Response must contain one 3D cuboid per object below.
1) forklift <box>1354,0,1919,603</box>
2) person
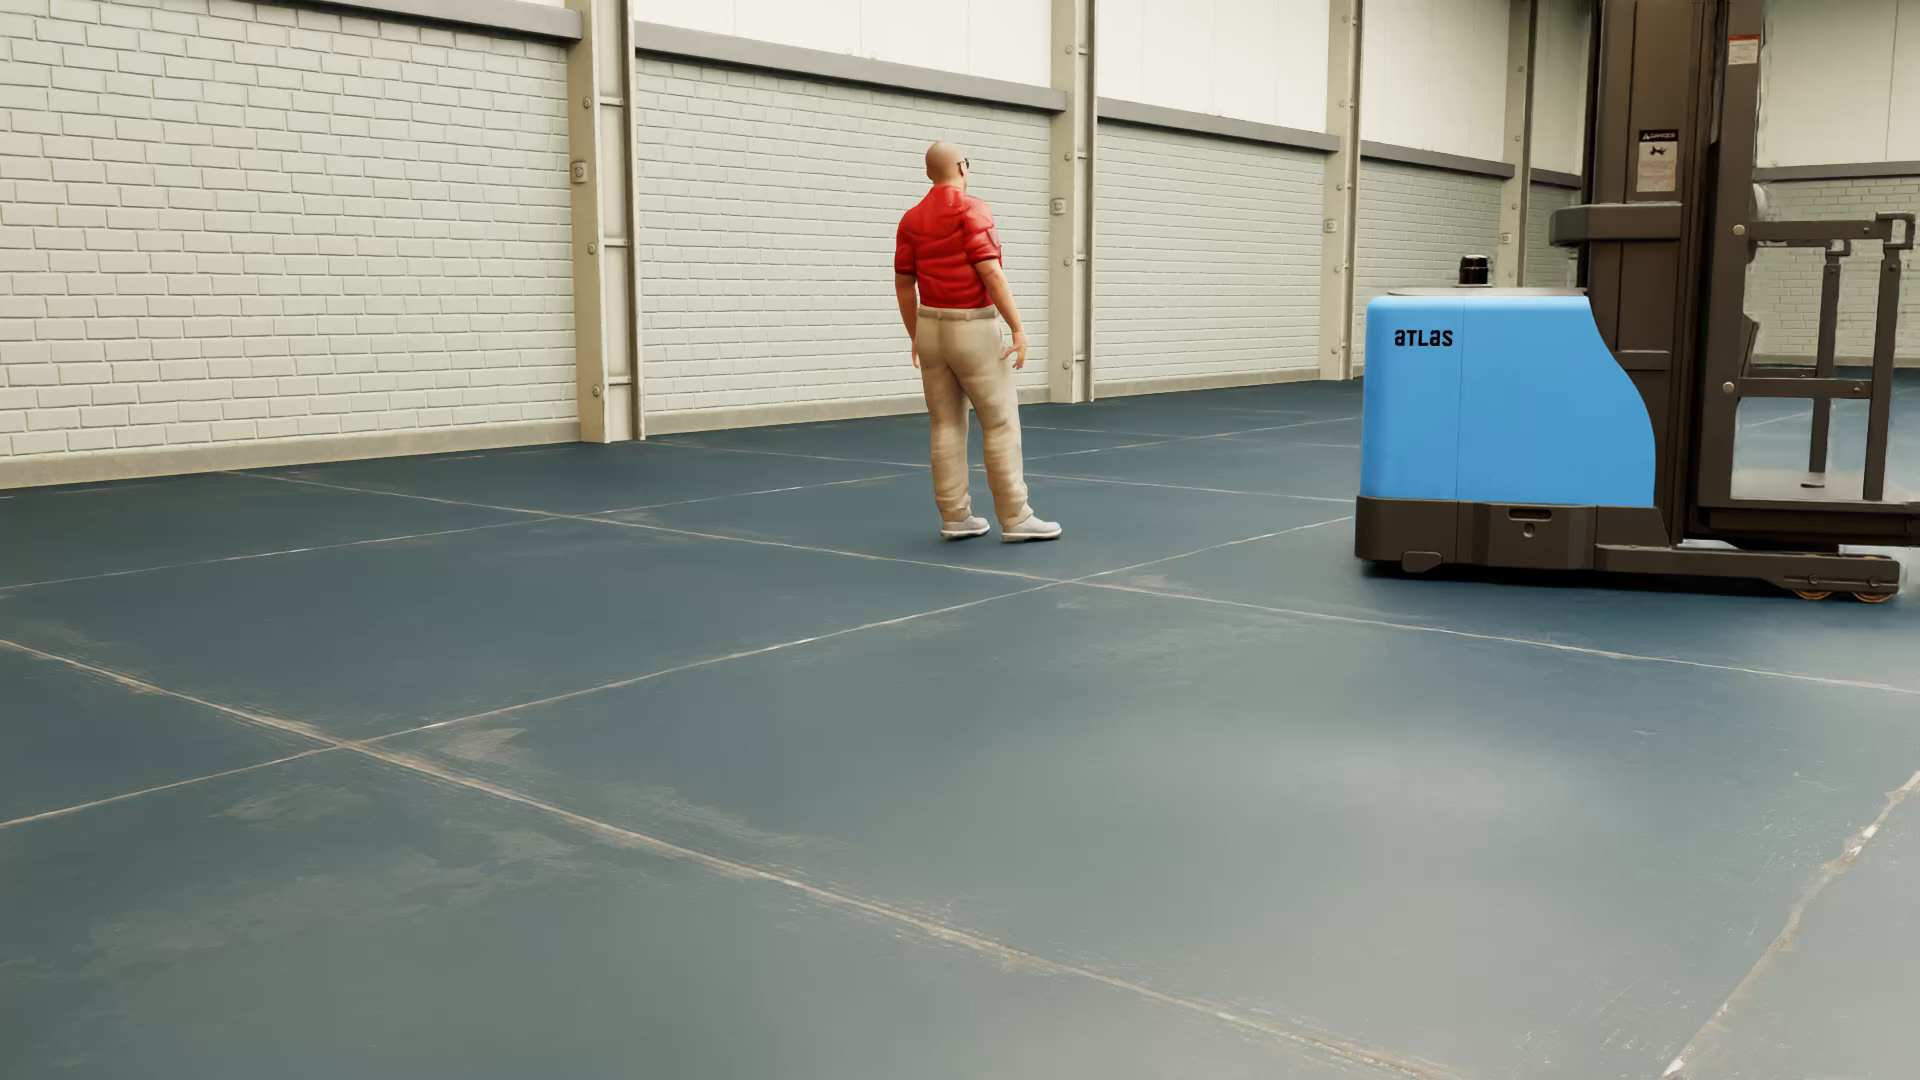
[{"bbox_3d":[3.113,-1.314,6.259,3.031,2.935,1.130,3,9,17],"label":"forklift"},{"bbox_3d":[0.066,-0.871,7.340,0.640,1.727,0.551,7,11,38],"label":"person"}]
